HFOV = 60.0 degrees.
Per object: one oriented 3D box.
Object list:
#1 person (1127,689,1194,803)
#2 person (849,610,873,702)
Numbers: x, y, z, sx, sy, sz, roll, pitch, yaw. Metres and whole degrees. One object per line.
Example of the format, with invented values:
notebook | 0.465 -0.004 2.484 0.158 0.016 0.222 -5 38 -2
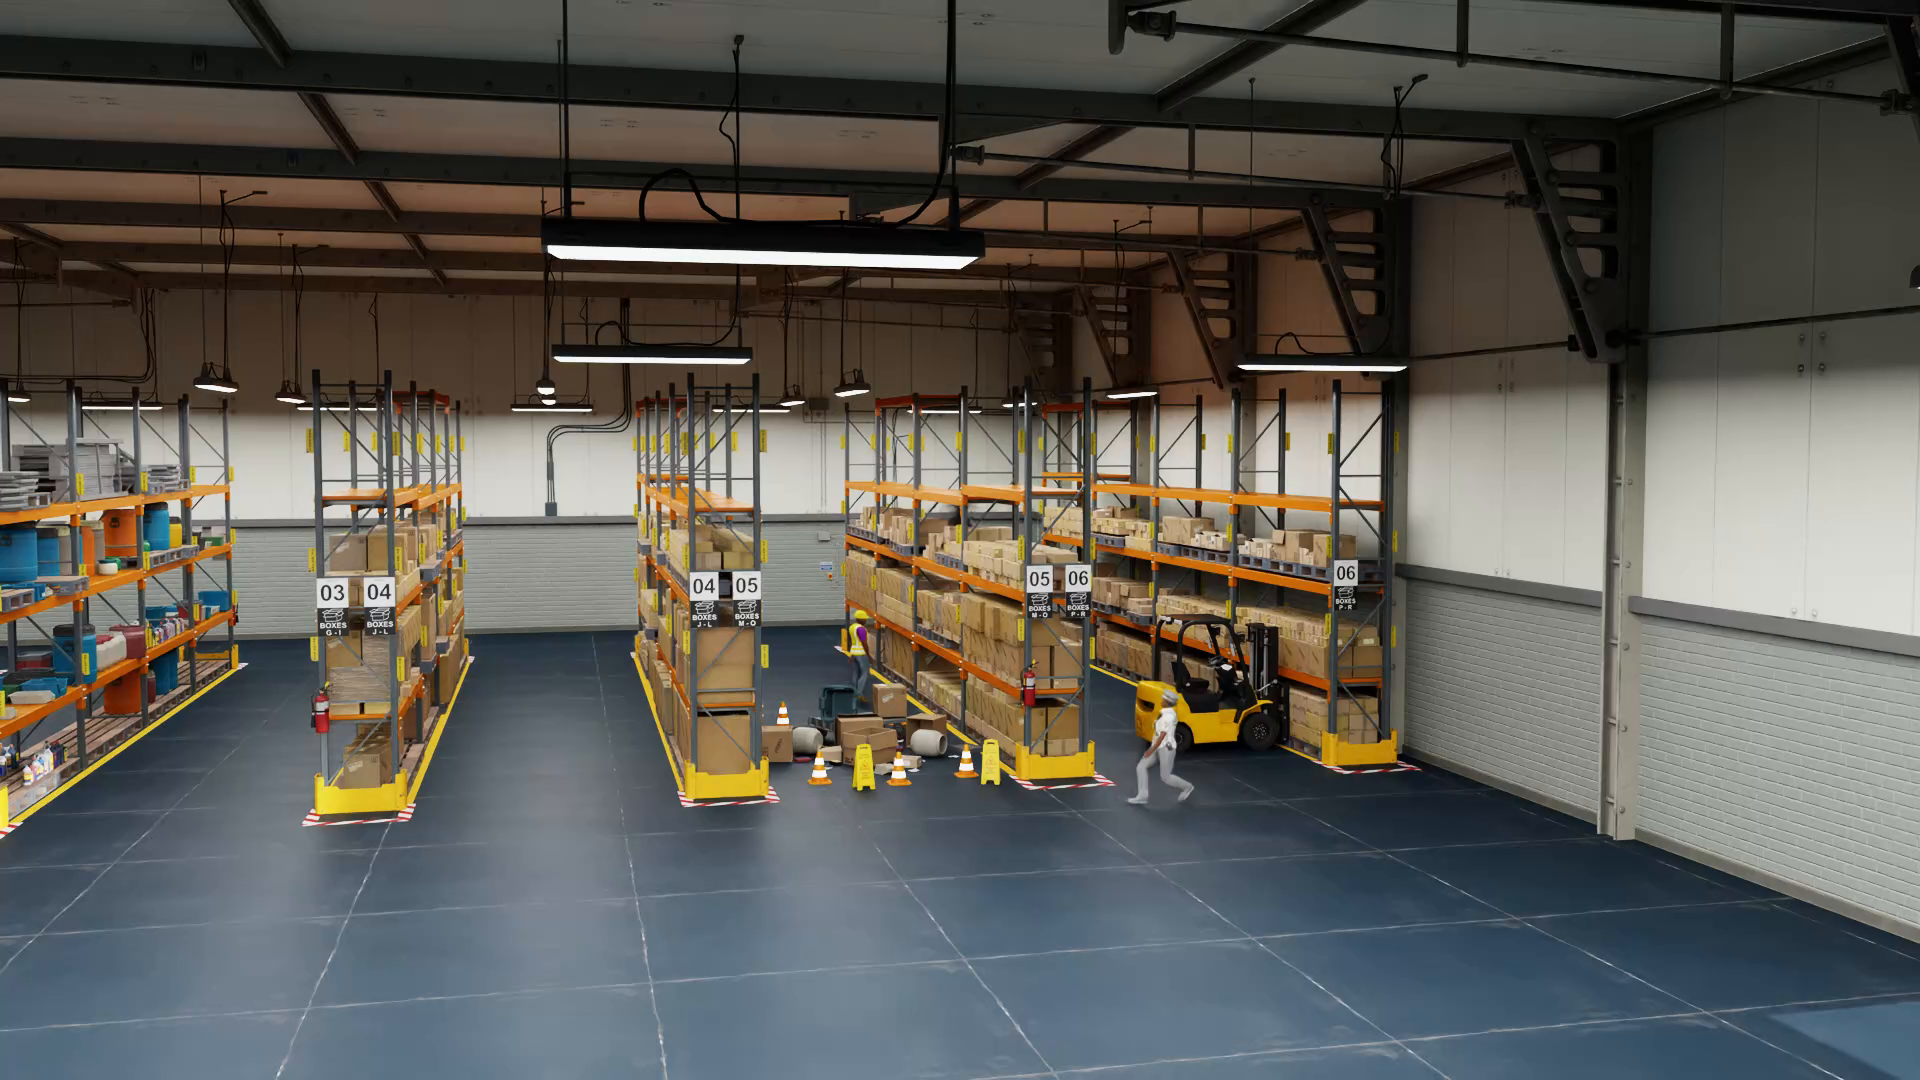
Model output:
person | 2.772 2.870 23.127 0.927 1.578 0.420 -2 4 -25
person | -1.942 2.246 32.197 0.380 1.776 0.575 -2 4 -28
